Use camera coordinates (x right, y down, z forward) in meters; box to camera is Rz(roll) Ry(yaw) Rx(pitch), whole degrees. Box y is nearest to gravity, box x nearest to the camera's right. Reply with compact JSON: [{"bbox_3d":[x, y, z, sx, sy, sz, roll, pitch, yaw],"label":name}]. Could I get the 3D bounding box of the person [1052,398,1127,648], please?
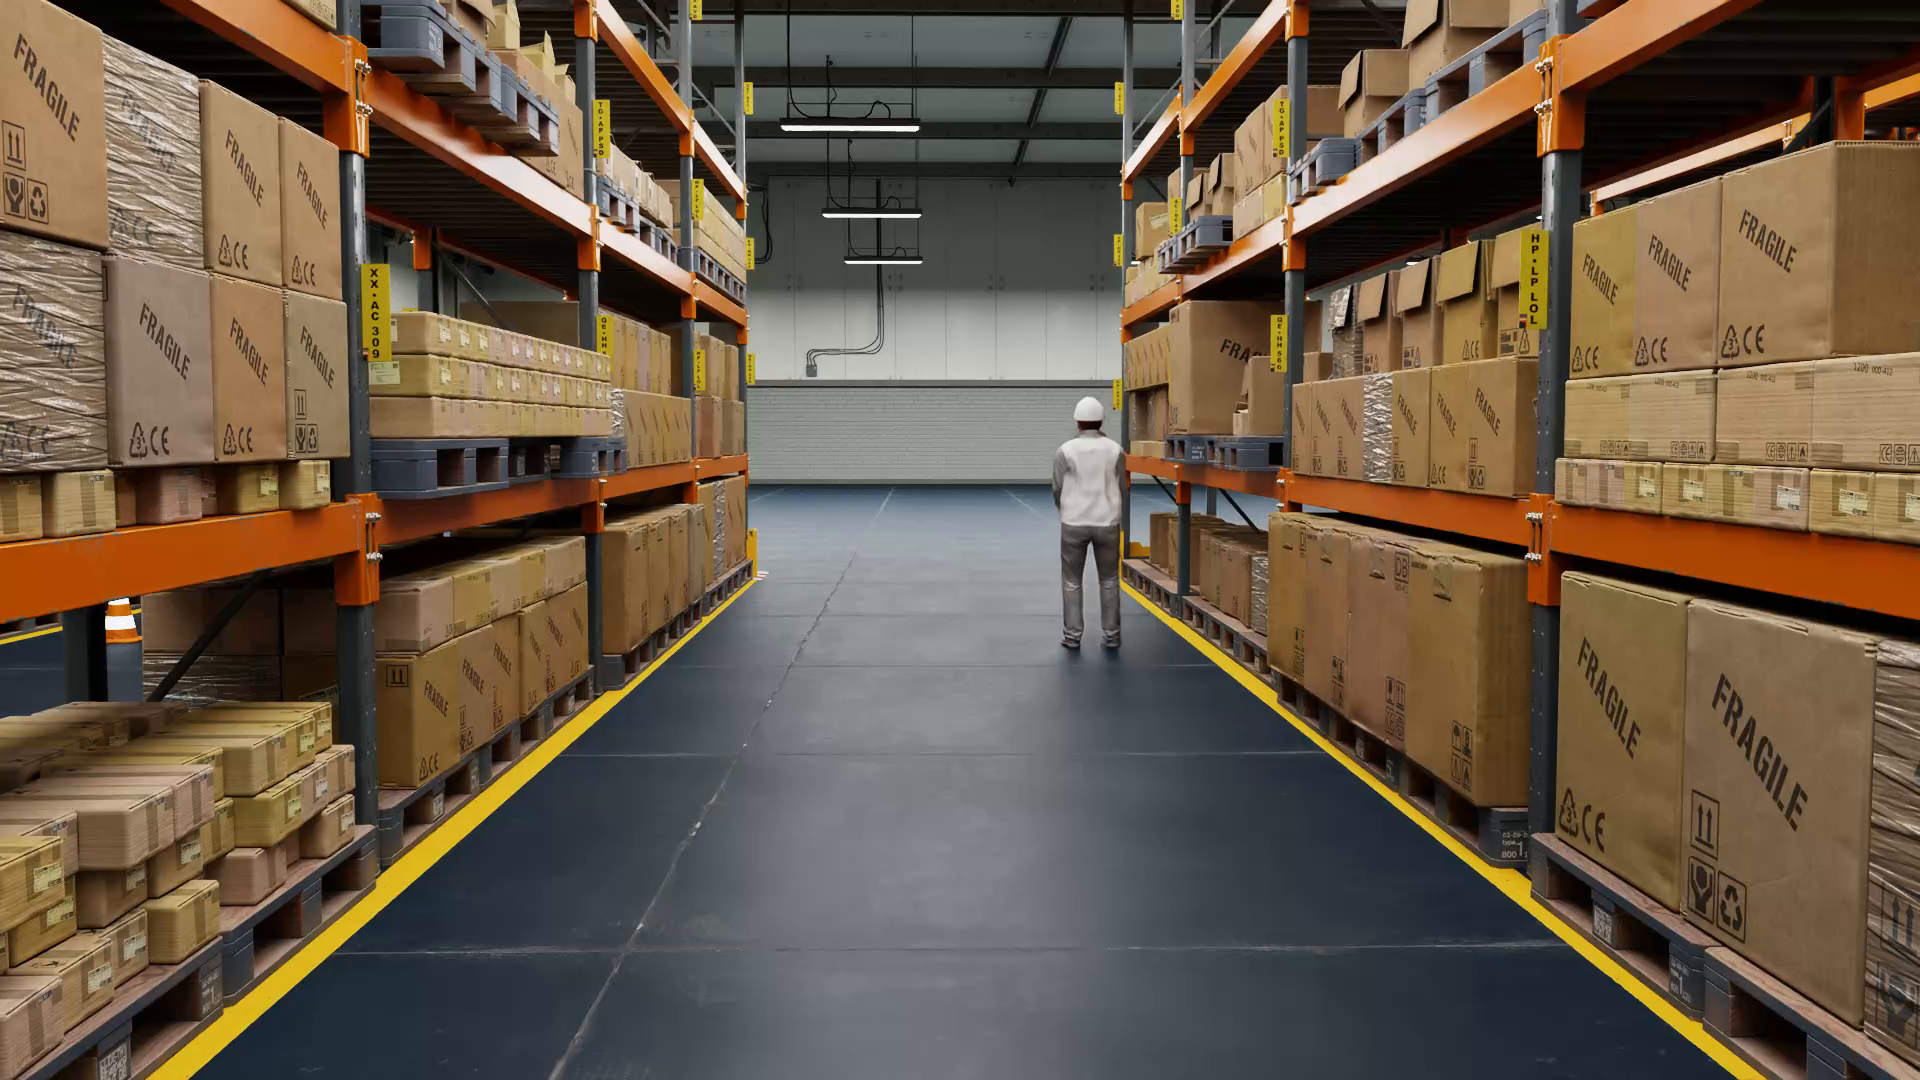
[{"bbox_3d":[0.922,-0.126,11.902,0.542,1.780,0.493,0,4,-2],"label":"person"}]
